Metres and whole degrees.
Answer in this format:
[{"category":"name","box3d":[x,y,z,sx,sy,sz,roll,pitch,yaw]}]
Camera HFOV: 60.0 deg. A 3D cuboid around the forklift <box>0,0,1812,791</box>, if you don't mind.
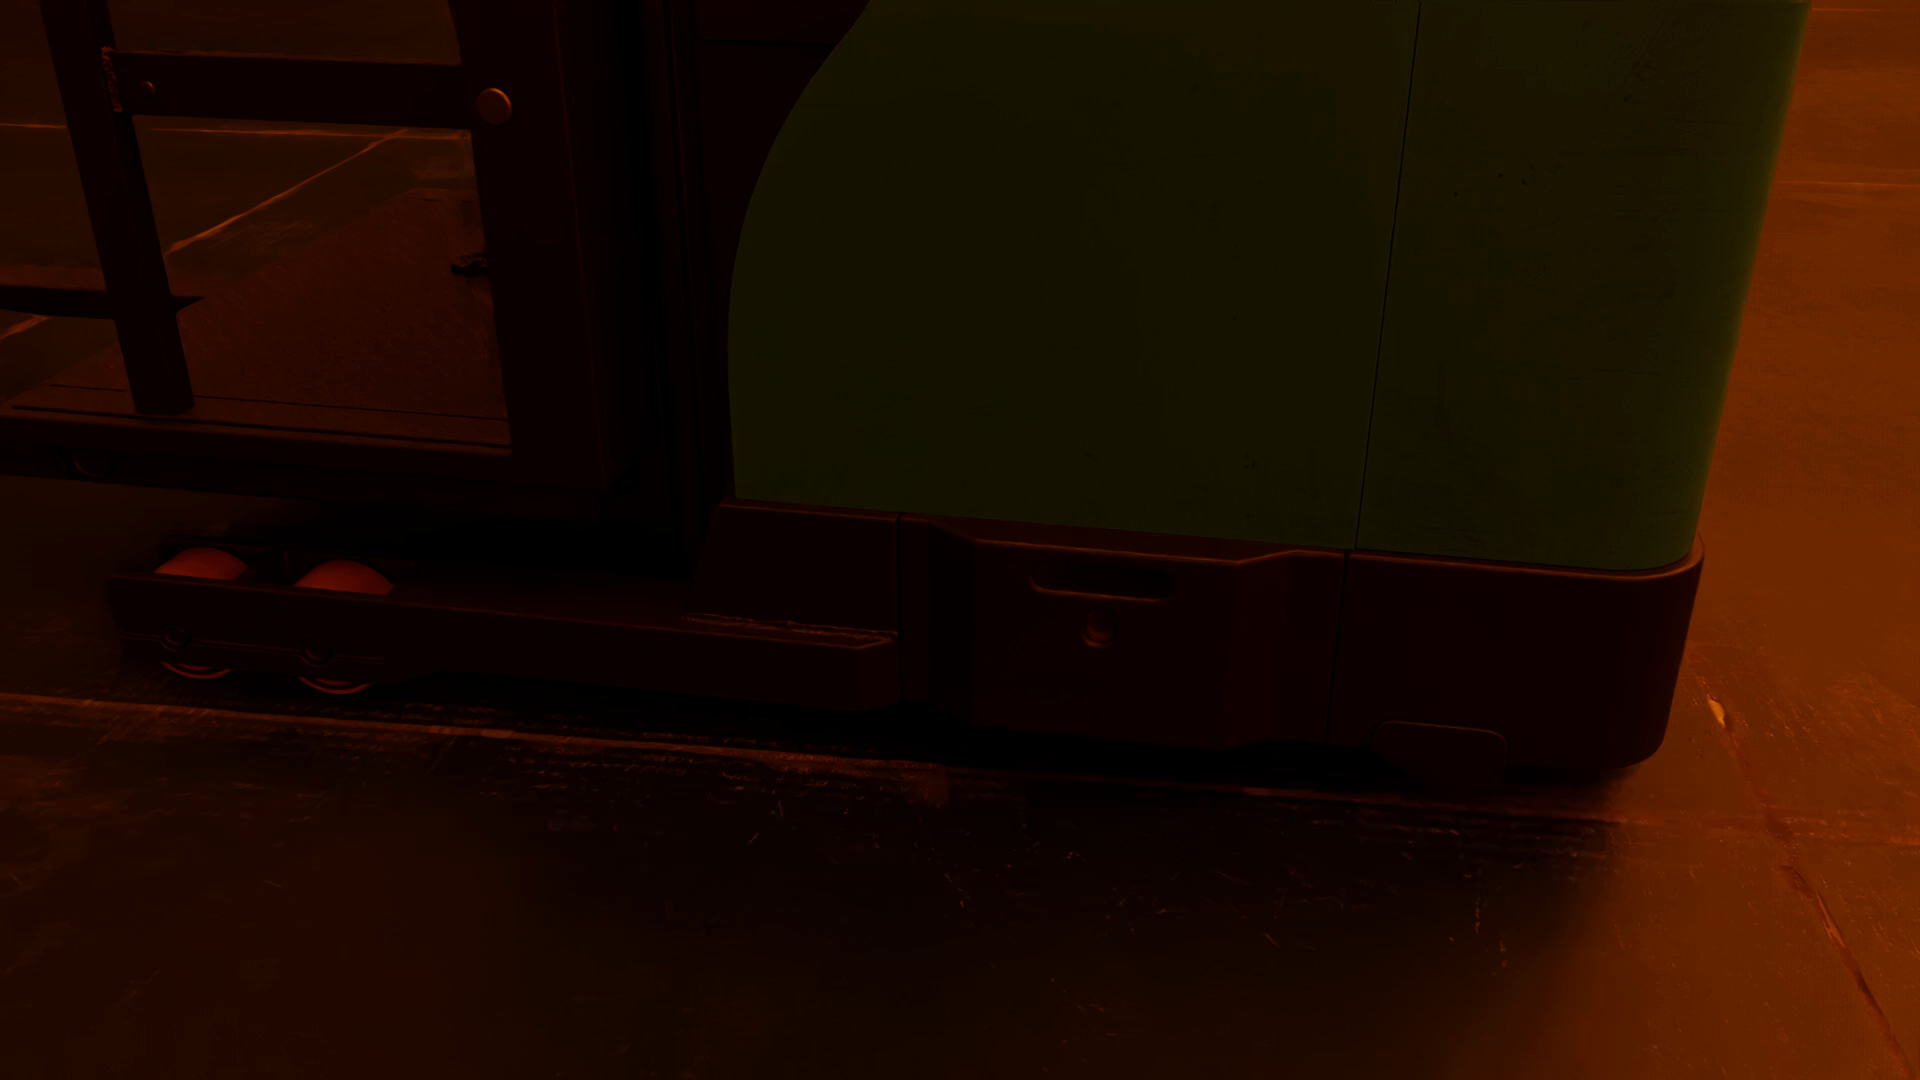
[{"category":"forklift","box3d":[-0.606,-1.341,1.905,3.031,2.935,1.130,5,27,10]}]
